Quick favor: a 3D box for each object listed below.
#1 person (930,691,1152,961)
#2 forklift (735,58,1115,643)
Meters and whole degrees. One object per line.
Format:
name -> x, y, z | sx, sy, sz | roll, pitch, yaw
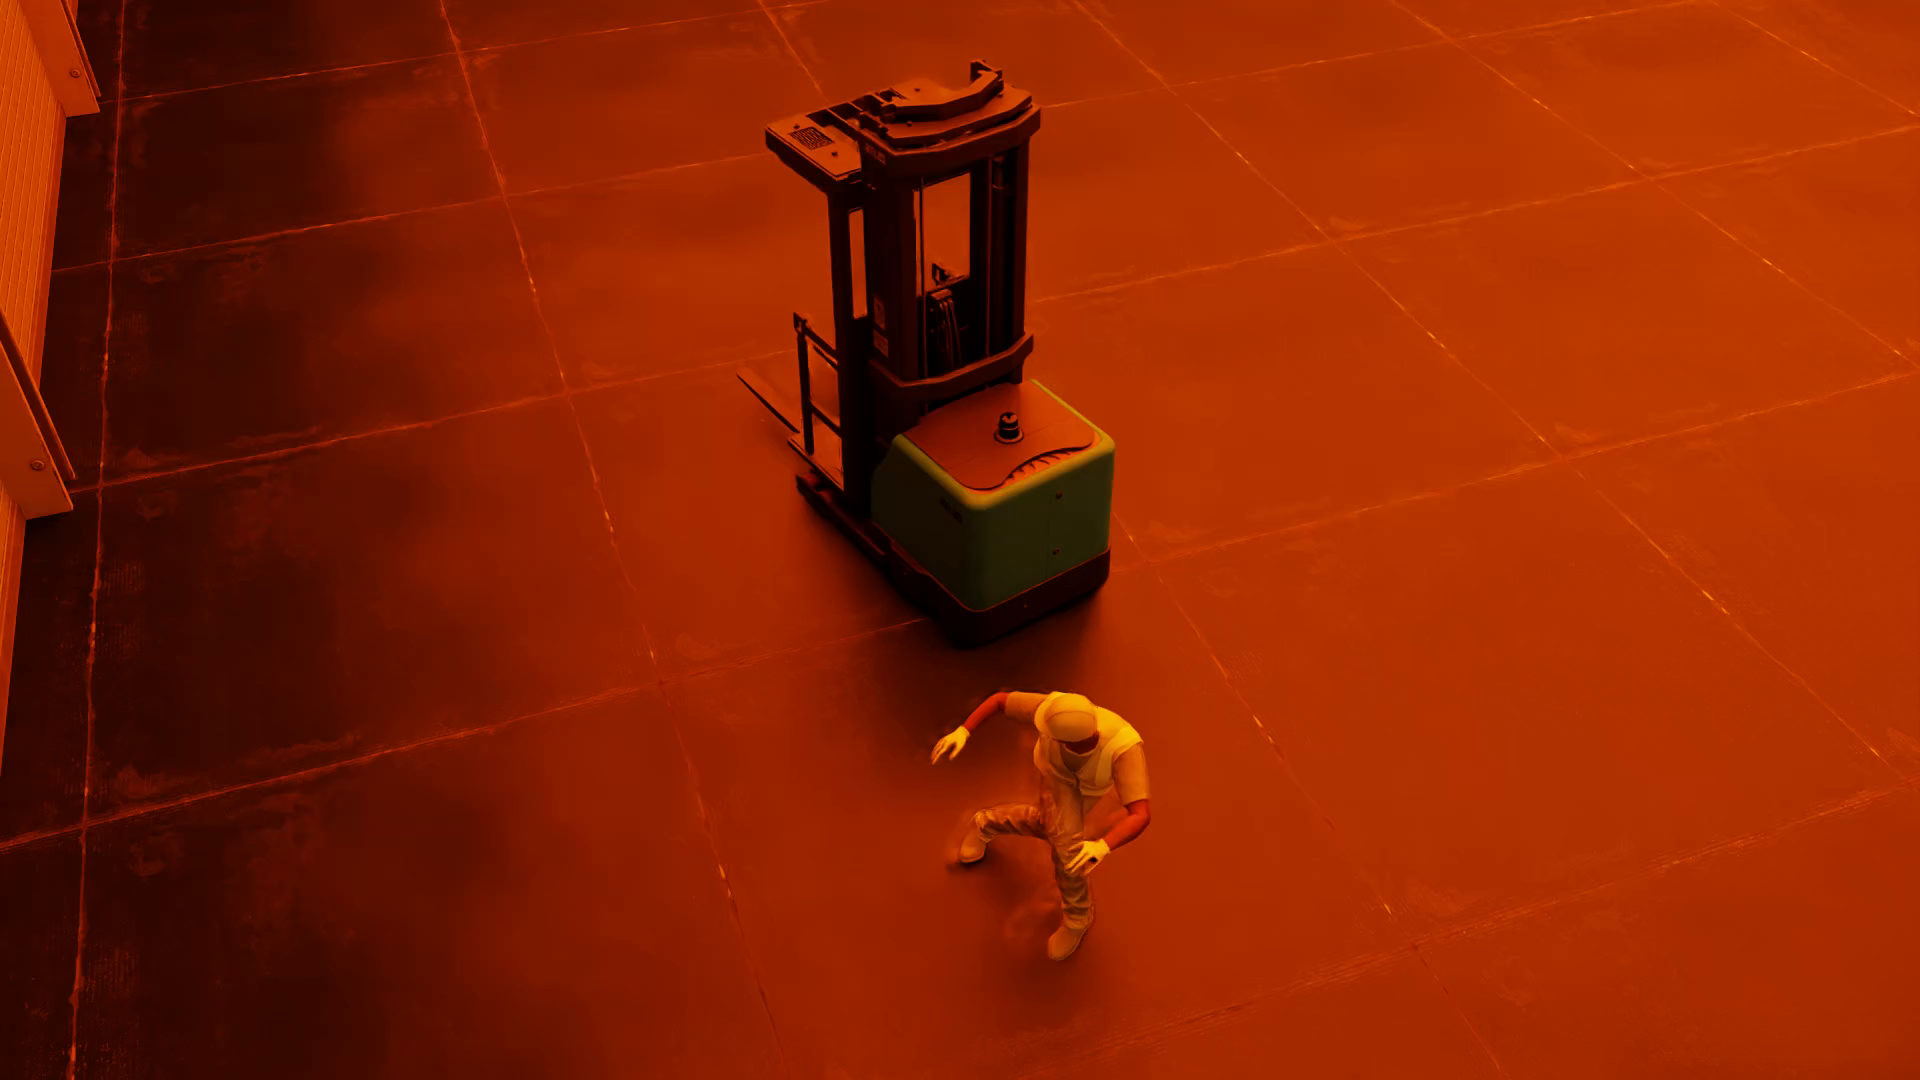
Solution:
person -> 0.354, 1.246, 7.611 | 1.005, 1.540, 1.049 | 3, 40, 4
forklift -> -0.380, -1.443, 9.715 | 1.130, 2.935, 3.031 | -25, 46, -26
